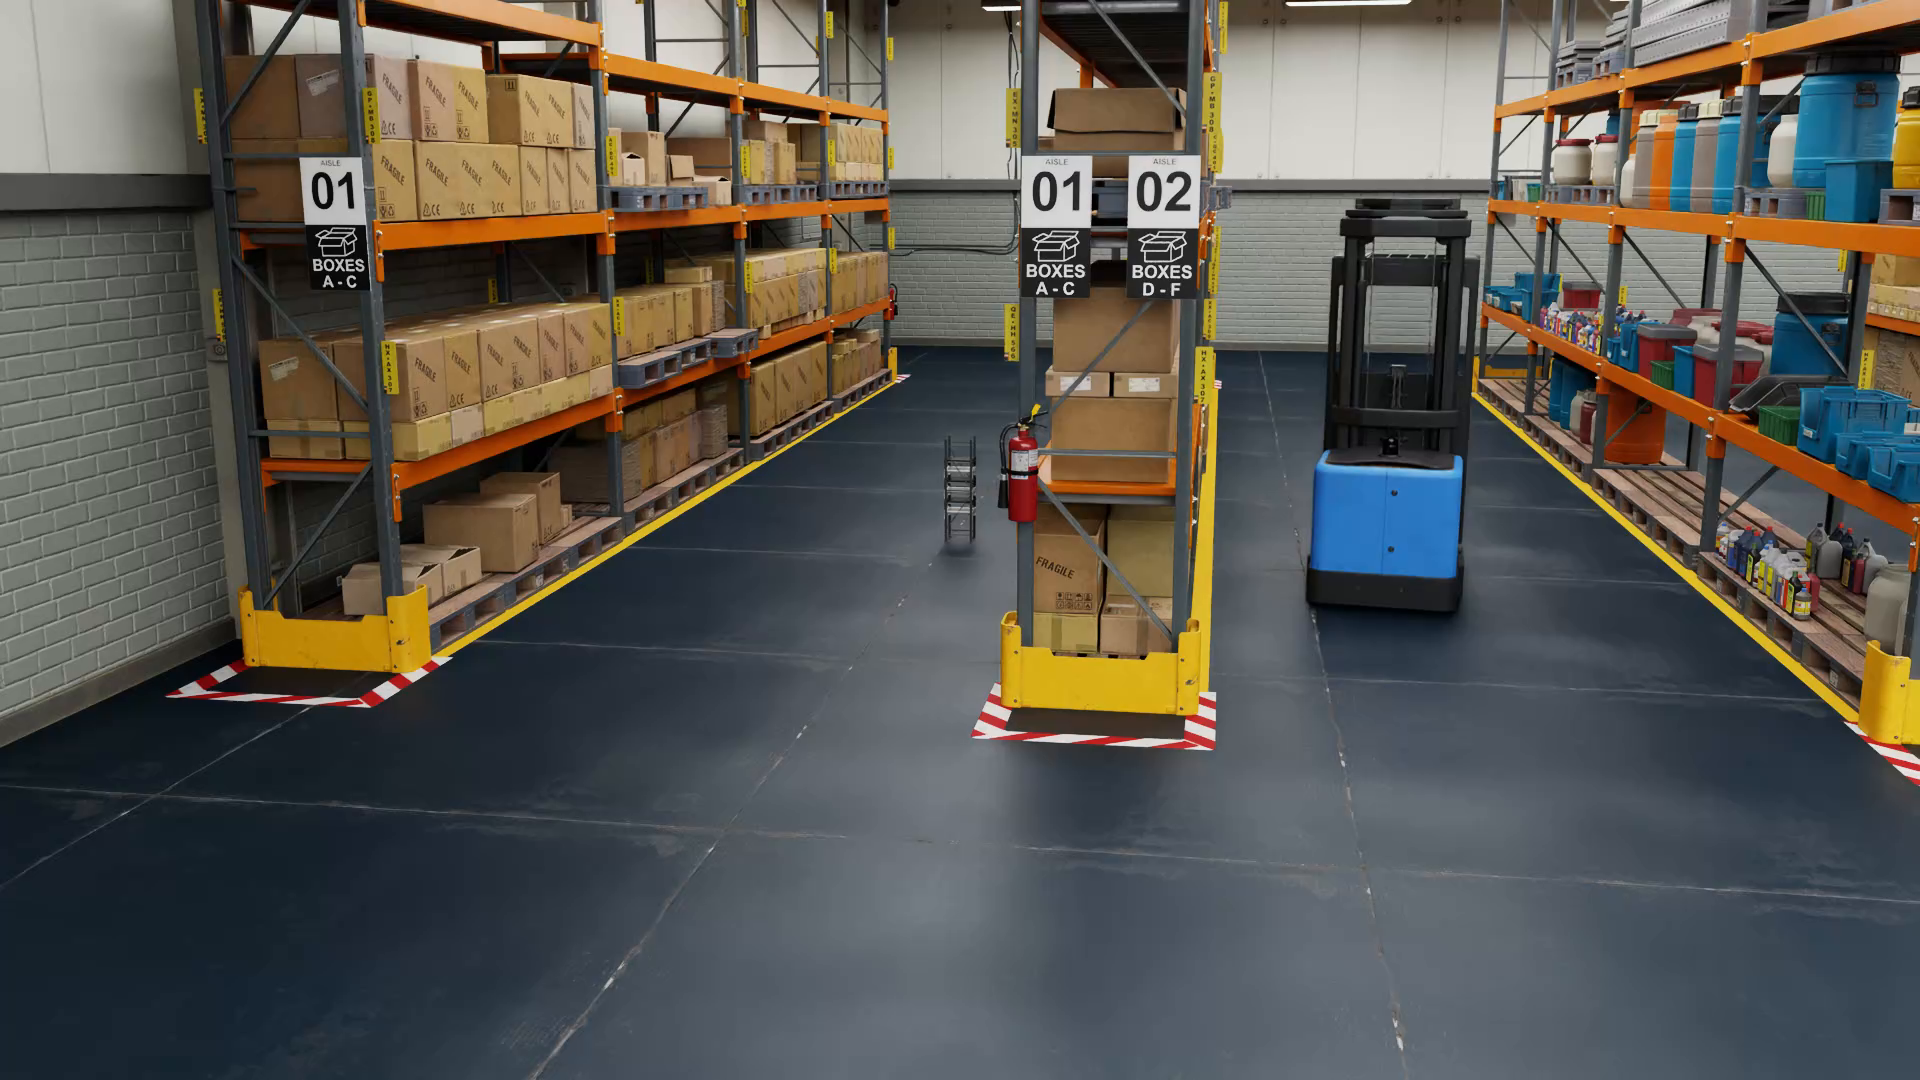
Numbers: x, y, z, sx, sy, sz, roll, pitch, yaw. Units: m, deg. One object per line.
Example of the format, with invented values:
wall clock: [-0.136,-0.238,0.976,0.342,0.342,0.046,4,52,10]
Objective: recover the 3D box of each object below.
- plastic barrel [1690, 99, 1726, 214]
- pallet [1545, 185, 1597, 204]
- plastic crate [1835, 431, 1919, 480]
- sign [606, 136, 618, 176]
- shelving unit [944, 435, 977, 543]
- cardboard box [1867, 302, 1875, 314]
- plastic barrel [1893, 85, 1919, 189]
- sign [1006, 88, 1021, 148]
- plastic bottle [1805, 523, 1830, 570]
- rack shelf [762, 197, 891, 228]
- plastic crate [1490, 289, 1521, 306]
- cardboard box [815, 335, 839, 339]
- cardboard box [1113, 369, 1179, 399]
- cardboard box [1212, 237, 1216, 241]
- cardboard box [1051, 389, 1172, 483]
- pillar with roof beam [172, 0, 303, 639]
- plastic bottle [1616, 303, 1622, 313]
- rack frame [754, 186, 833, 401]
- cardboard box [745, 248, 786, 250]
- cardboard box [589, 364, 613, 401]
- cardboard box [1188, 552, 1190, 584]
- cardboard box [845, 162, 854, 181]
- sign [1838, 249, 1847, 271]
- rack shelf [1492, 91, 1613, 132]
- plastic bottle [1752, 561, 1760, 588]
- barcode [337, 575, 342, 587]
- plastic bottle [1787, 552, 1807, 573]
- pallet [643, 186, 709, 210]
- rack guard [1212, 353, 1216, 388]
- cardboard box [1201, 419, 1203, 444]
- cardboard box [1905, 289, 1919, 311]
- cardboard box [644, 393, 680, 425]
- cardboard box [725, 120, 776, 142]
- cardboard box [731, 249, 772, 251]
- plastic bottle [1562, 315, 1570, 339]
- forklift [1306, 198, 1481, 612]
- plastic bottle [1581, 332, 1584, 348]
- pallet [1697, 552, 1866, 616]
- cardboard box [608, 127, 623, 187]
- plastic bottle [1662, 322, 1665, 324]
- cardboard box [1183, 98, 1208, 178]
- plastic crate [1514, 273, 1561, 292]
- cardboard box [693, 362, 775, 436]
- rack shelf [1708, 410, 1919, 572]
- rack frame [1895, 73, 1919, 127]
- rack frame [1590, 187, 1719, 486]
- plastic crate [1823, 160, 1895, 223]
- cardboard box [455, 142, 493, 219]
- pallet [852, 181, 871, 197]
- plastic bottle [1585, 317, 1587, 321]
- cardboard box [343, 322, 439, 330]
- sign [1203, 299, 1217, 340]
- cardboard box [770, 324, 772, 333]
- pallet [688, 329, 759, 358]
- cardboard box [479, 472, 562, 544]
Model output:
plastic barrel: [6.316,-3.129,13.581,0.600,0.901,0.600,0,12,0]
pallet: [7.558,-4.041,19.454,1.213,0.211,1.003,2,12,9]
plastic crate: [5.623,-0.512,10.101,0.499,0.251,0.408,2,12,9]
sign: [-2.900,-3.192,13.839,0.100,0.325,0.005,2,12,9]
shelving unit: [0.001,-0.442,14.406,0.258,0.900,0.210,2,12,9]
cardboard box: [12.595,-3.159,22.626,0.380,0.149,0.250,2,12,8]
plastic barrel: [5.786,-2.341,9.671,0.600,0.588,0.600,0,12,0]
sign: [0.309,-2.378,9.373,0.100,0.325,0.005,2,12,9]
plastic bottle: [6.395,0.050,12.383,0.144,0.351,0.185,2,12,9]
rack shelf: [-1.899,-4.686,23.703,1.077,0.370,4.000,2,12,9]
plastic crate: [7.733,-3.436,23.572,0.416,0.233,0.300,2,12,9]
cardboard box: [-1.972,-2.907,24.260,0.380,0.149,0.250,2,12,9]
cardboard box: [1.116,-0.938,9.947,0.380,0.149,0.250,2,12,8]
cardboard box: [3.276,-3.943,23.061,0.500,0.500,0.500,2,12,10]
cardboard box: [0.927,-0.642,10.117,0.700,0.500,0.500,2,12,9]
pillar with roof beam: [-0.546,-3.623,9.947,9.100,9.000,0.400,2,12,9]
plastic bottle: [7.764,-2.608,19.590,0.144,0.351,0.185,2,12,9]
rack frame: [-2.207,-3.155,22.011,1.000,3.000,0.127,2,12,9]
cardboard box: [-2.535,-3.638,21.483,0.500,0.250,0.500,2,12,10]
cardboard box: [-3.211,-1.317,13.794,0.500,0.250,0.500,2,12,9]
cardboard box: [1.377,0.225,11.857,0.500,0.250,0.500,2,12,9]
cardboard box: [-1.748,-5.043,22.774,0.500,0.250,0.500,2,12,7]
sign: [12.544,-3.987,23.630,0.100,0.325,0.005,2,12,9]
rack shelf: [7.890,-5.635,21.939,1.077,0.370,4.000,2,12,9]
plastic bottle: [5.722,0.237,11.873,0.097,0.201,0.097,0,12,0]
barcode: [-4.250,0.280,11.388,0.001,0.075,0.075,2,12,9]
plastic bottle: [5.873,0.230,11.726,0.152,0.276,0.135,2,12,9]
pallet: [-3.081,-3.205,15.570,1.213,0.211,1.003,2,12,9]
rack guard: [3.292,-2.590,25.323,1.175,0.500,0.348,2,12,9]
cardboard box: [2.162,-1.072,16.547,0.500,0.311,0.500,2,12,8]
cardboard box: [12.440,-3.060,21.221,0.500,0.250,0.500,2,12,10]
cardboard box: [-3.105,-1.306,16.543,0.500,0.250,0.500,2,12,8]
cardboard box: [-2.542,-4.957,20.193,0.500,0.250,0.500,1,12,7]
cardboard box: [-2.609,-3.529,20.977,0.500,0.250,0.500,2,12,9]
plastic bottle: [6.912,-2.422,18.919,0.097,0.271,0.097,0,12,0]
forklift: [3.445,-1.185,13.036,1.130,2.935,3.031,4,13,17]
plastic bottle: [6.754,-2.175,17.935,0.097,0.201,0.097,0,12,0]
pallet: [6.207,0.333,12.445,1.003,0.211,1.213,2,12,9]
cardboard box: [-3.274,-3.321,14.429,0.500,0.500,0.500,4,13,17]
plastic bottle: [7.525,-2.194,17.832,0.061,0.283,0.133,2,12,9]
cardboard box: [1.368,-2.623,10.856,0.500,0.500,0.500,2,12,9]
plastic crate: [8.330,-3.637,24.024,0.616,0.435,0.499,2,12,9]
cardboard box: [-2.580,-1.625,19.020,0.750,0.750,0.750,2,12,8]
rack shelf: [6.044,-0.400,10.938,1.077,0.370,4.000,2,12,9]
rack frame: [13.091,-6.438,23.009,1.000,3.000,0.127,2,12,9]
rack frame: [6.967,-2.001,16.658,1.000,3.000,0.127,2,12,9]
plastic crate: [5.732,-2.201,10.503,0.392,0.384,0.575,2,12,9]
cardboard box: [-3.560,-2.462,11.392,0.500,0.500,0.500,2,12,11]
pallet: [-1.881,-5.001,23.668,1.003,0.211,1.213,2,12,9]
plastic bottle: [7.024,-2.377,18.709,0.097,0.271,0.097,0,12,0]
cardboard box: [-4.028,-1.277,11.827,0.500,0.500,0.500,2,12,7]
sign: [2.007,-1.774,13.361,0.100,0.325,0.005,2,12,9]
cardboard box: [-2.423,-2.485,19.454,0.380,0.149,0.250,2,12,10]
pallet: [-2.827,-2.076,17.463,1.213,0.211,1.003,2,12,9]
cardboard box: [-3.558,-0.265,13.492,0.500,0.500,0.500,1,12,4]
